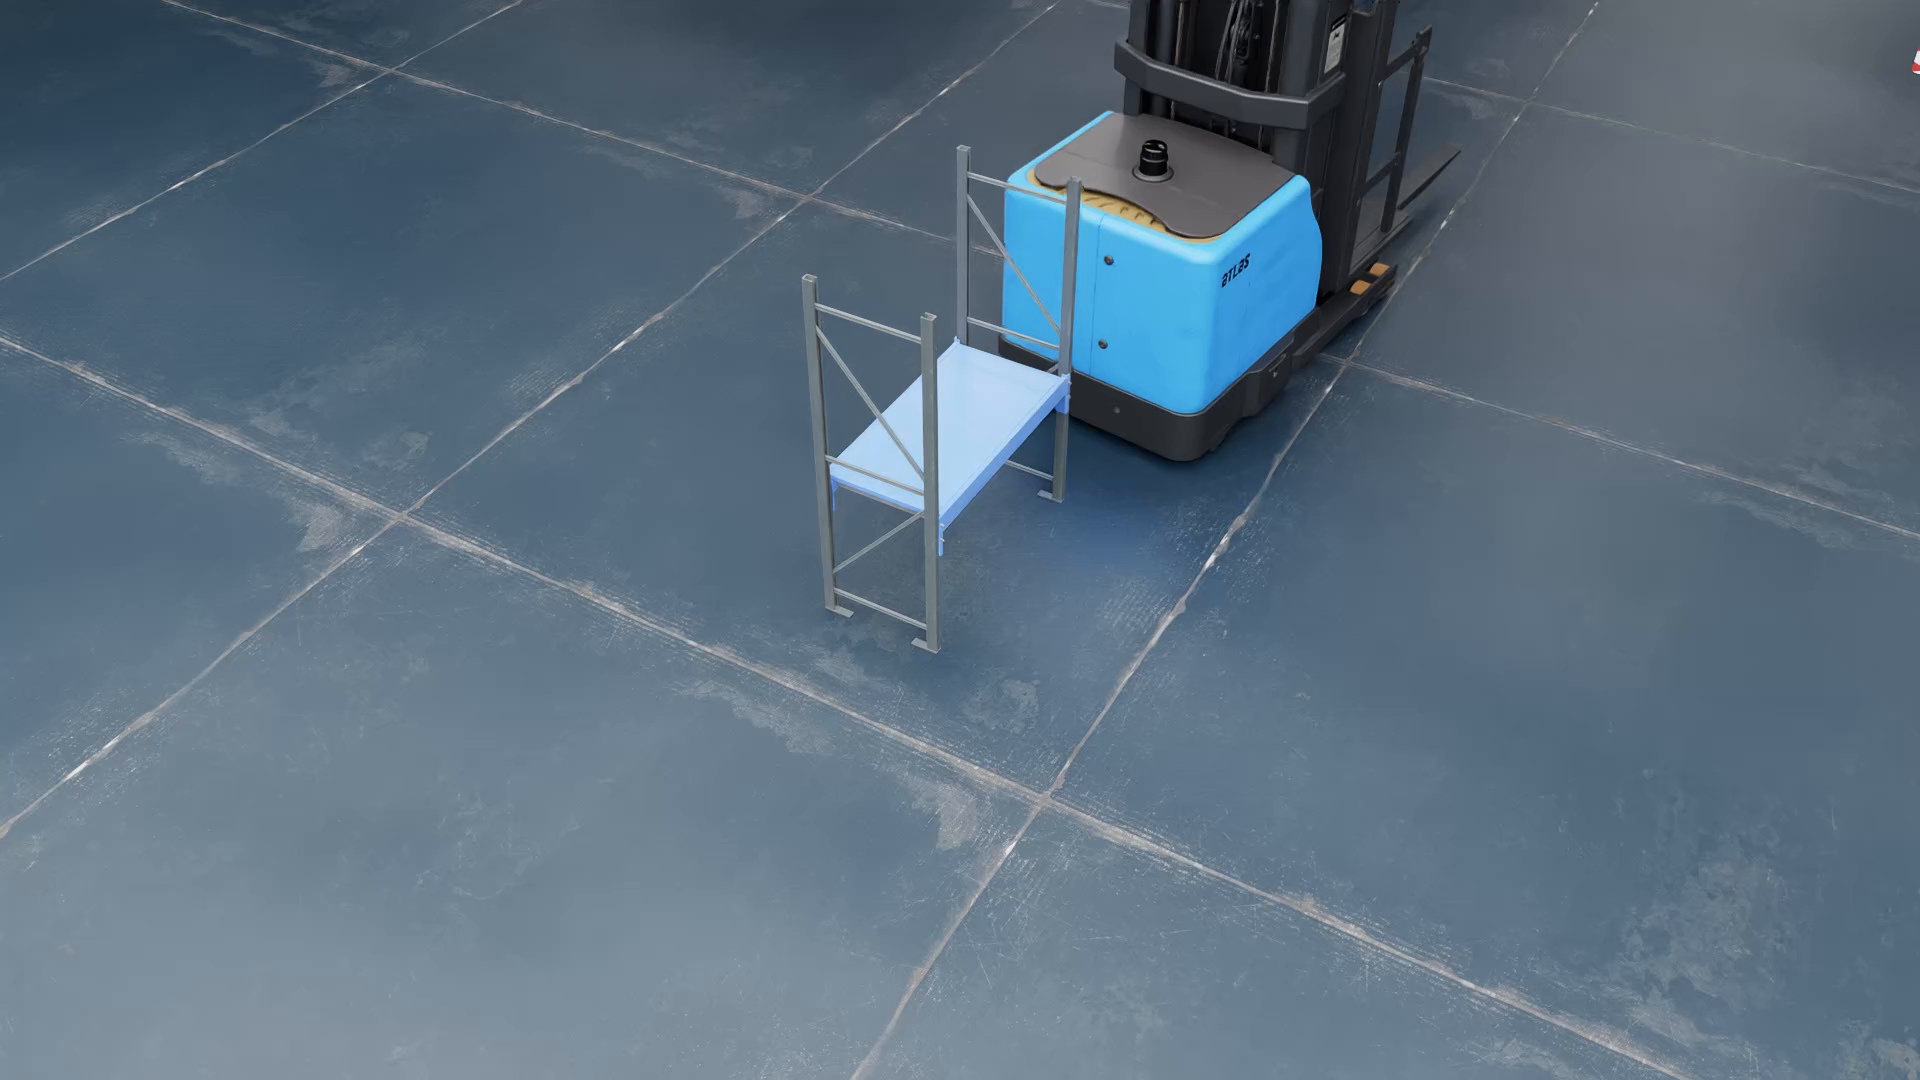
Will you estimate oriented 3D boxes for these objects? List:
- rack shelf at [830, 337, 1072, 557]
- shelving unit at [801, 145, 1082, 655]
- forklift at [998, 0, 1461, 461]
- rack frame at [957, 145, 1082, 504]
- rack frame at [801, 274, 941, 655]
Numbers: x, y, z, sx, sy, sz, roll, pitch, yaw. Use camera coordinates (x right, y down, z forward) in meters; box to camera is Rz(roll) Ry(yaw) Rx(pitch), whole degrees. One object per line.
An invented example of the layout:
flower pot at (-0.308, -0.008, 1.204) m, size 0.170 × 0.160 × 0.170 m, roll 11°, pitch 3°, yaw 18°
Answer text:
rack shelf at (-0.043, -0.379, 6.318) m, size 0.538 × 0.185 × 1.000 m, roll 21°, pitch 45°, yaw 22°
shelving unit at (-0.043, -0.514, 6.199) m, size 0.538 × 1.500 × 1.048 m, roll 21°, pitch 45°, yaw 22°
forklift at (1.463, -2.355, 7.206) m, size 1.130 × 2.935 × 3.031 m, roll 27°, pitch 48°, yaw 27°
rack frame at (0.212, -0.805, 6.529) m, size 0.500 × 1.500 × 0.032 m, roll 21°, pitch 45°, yaw 22°
rack frame at (-0.297, -0.223, 5.869) m, size 0.500 × 1.500 × 0.032 m, roll 21°, pitch 45°, yaw 22°
